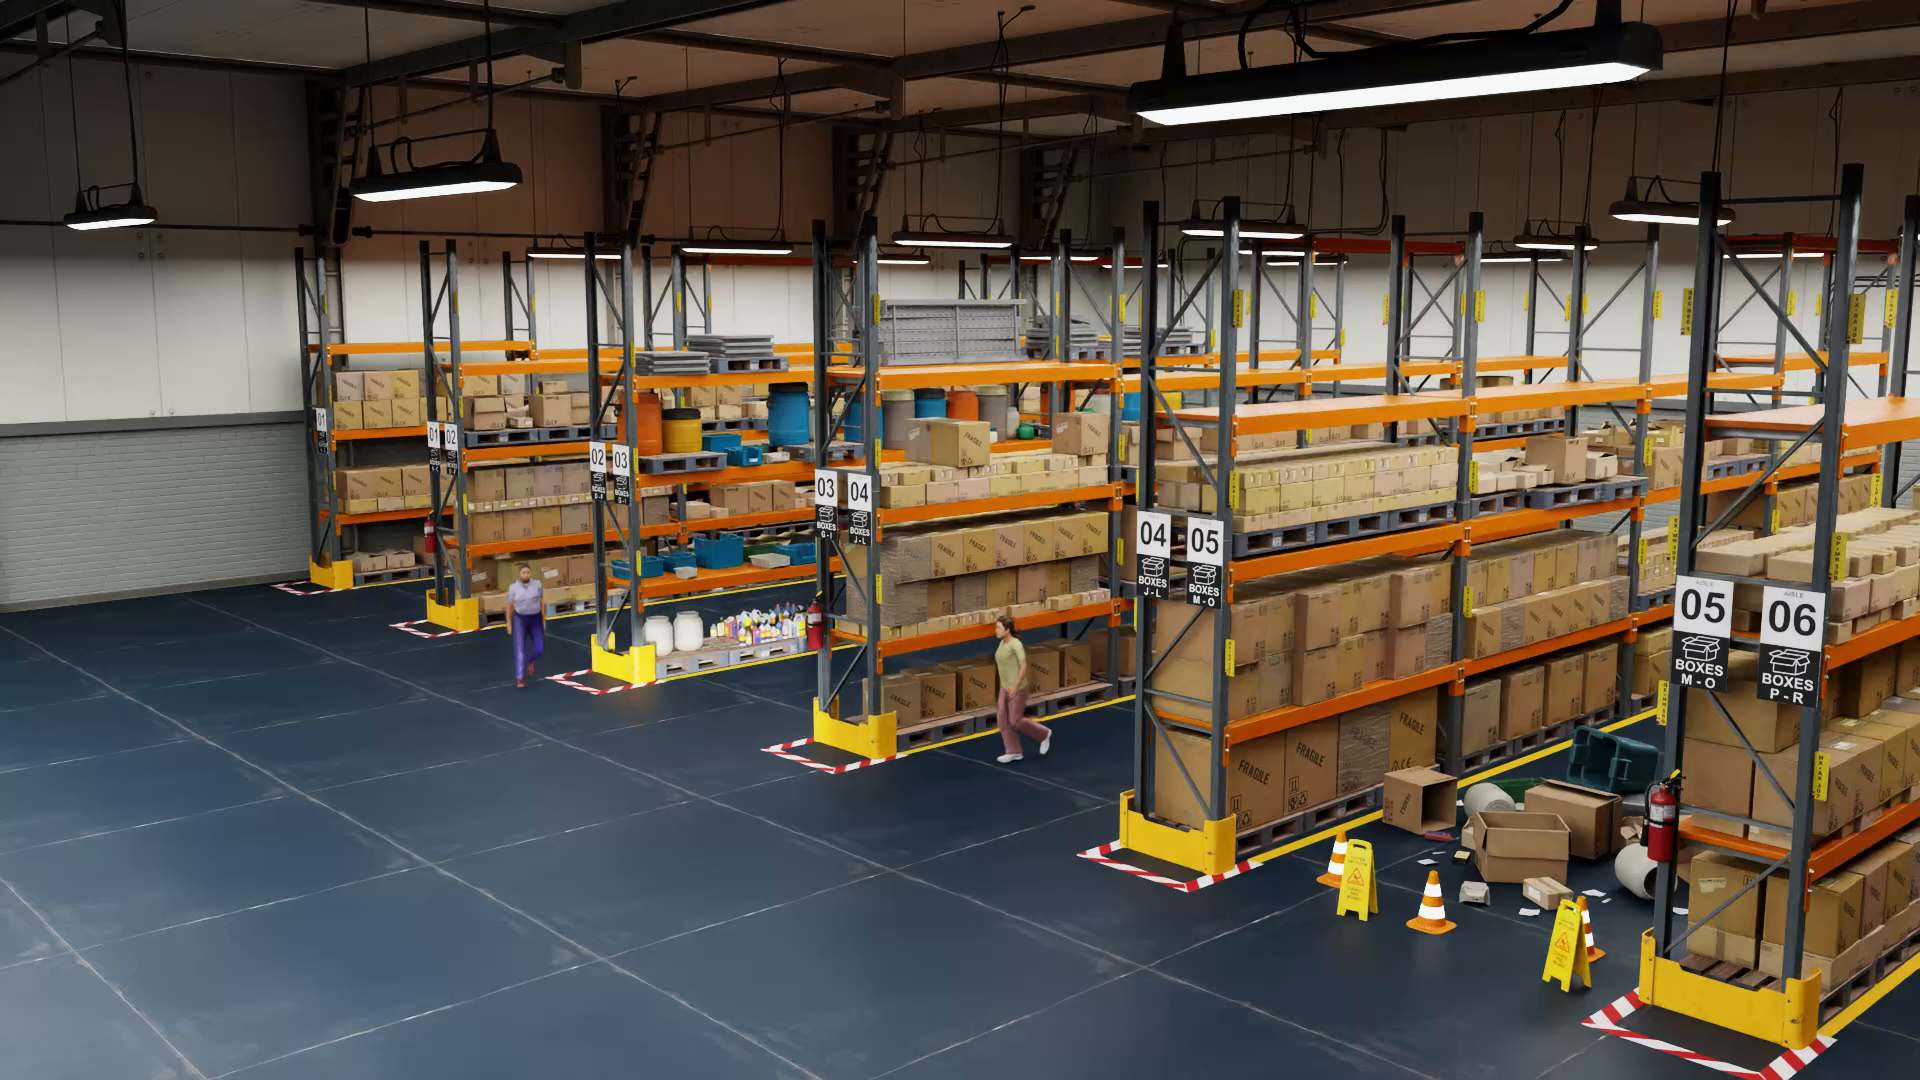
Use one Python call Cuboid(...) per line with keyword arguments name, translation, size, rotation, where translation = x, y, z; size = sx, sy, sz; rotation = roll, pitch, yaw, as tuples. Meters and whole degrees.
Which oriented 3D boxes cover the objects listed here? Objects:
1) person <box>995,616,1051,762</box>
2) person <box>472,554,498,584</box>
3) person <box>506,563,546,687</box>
Cuboid(name="person", translation=(0.696, 1.645, 18.613), size=(0.647, 1.644, 0.508), rotation=(-4, 9, -27))
Cuboid(name="person", translation=(-8.204, 0.196, 28.500), size=(0.477, 1.668, 0.744), rotation=(3, 9, 22))
Cuboid(name="person", translation=(-5.821, 1.102, 22.309), size=(0.514, 1.602, 0.824), rotation=(-4, 9, -25))
